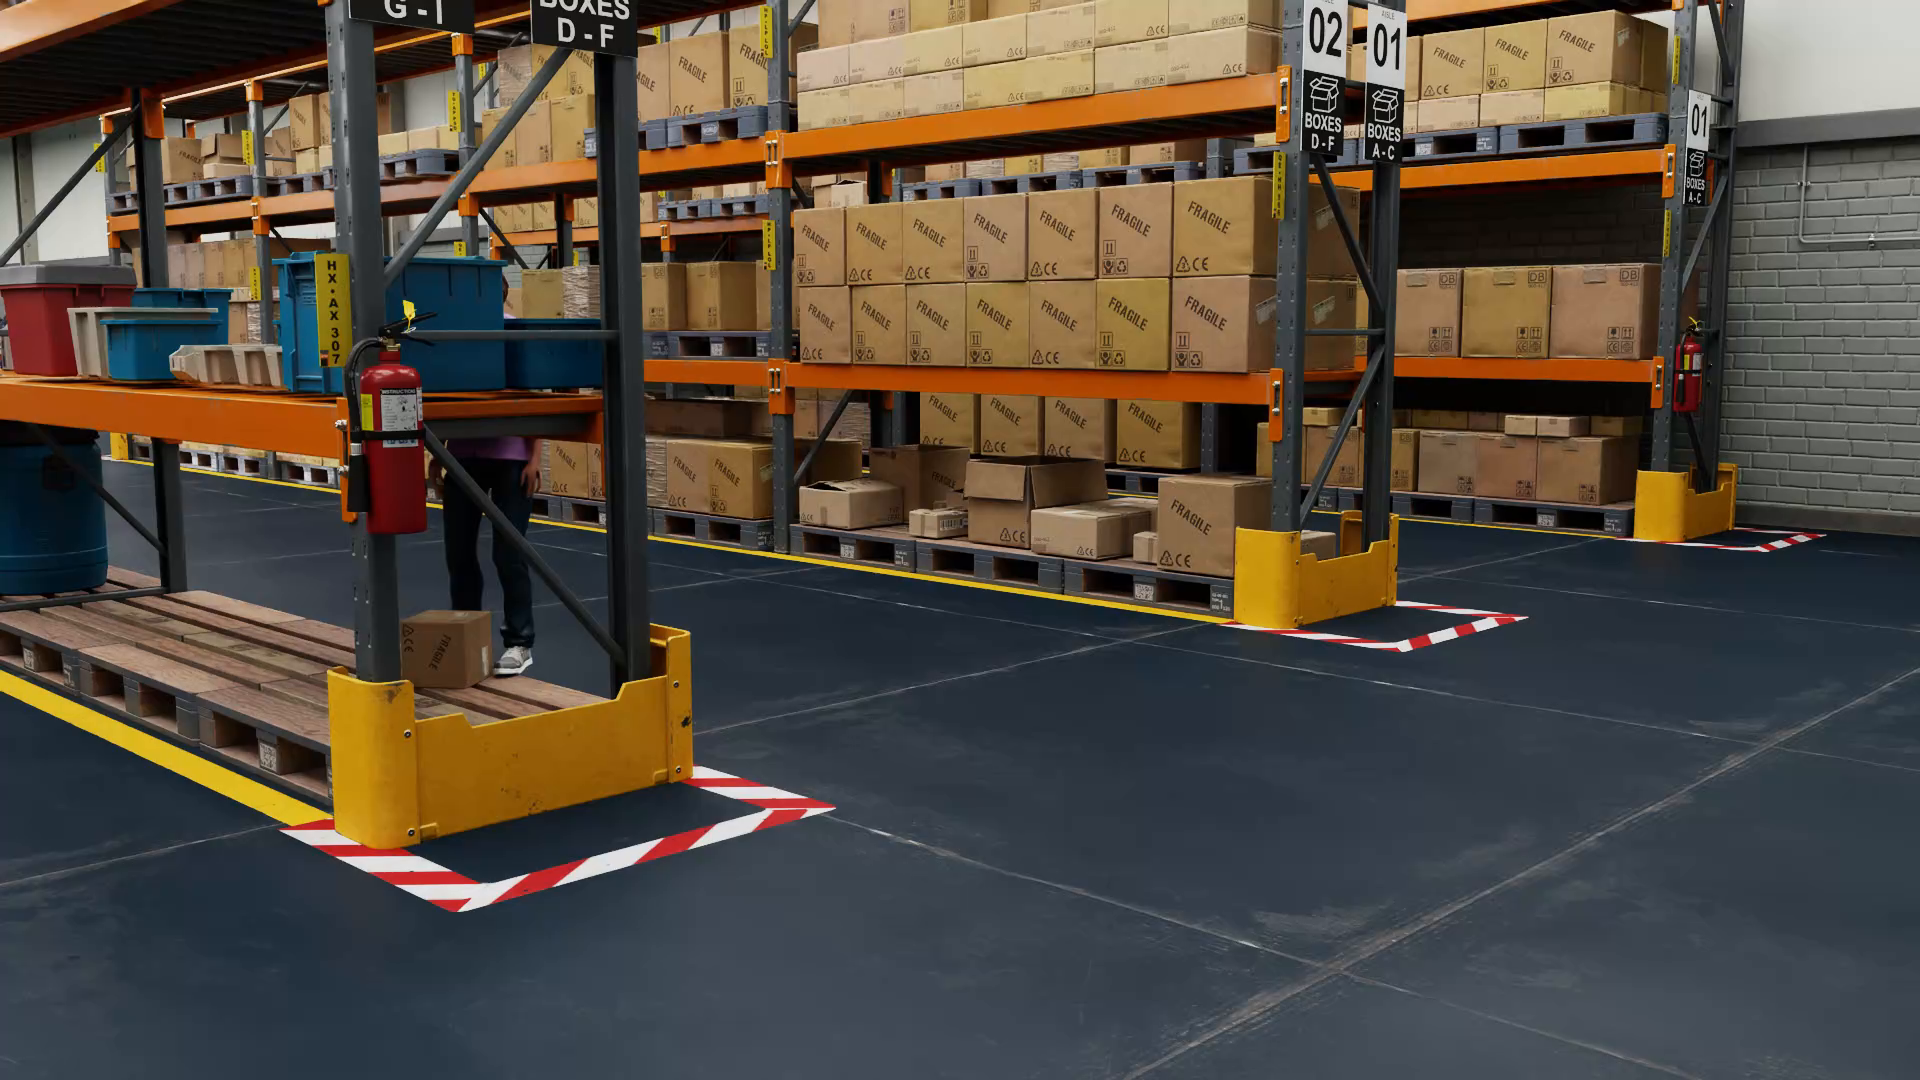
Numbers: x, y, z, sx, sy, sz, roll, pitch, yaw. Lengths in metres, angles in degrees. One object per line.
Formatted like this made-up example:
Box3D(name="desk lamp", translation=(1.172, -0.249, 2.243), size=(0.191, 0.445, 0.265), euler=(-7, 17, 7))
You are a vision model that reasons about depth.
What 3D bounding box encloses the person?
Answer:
Box3D(name="person", translation=(-1.819, -0.285, 6.399), size=(0.486, 1.594, 0.341), euler=(2, 7, 13))
